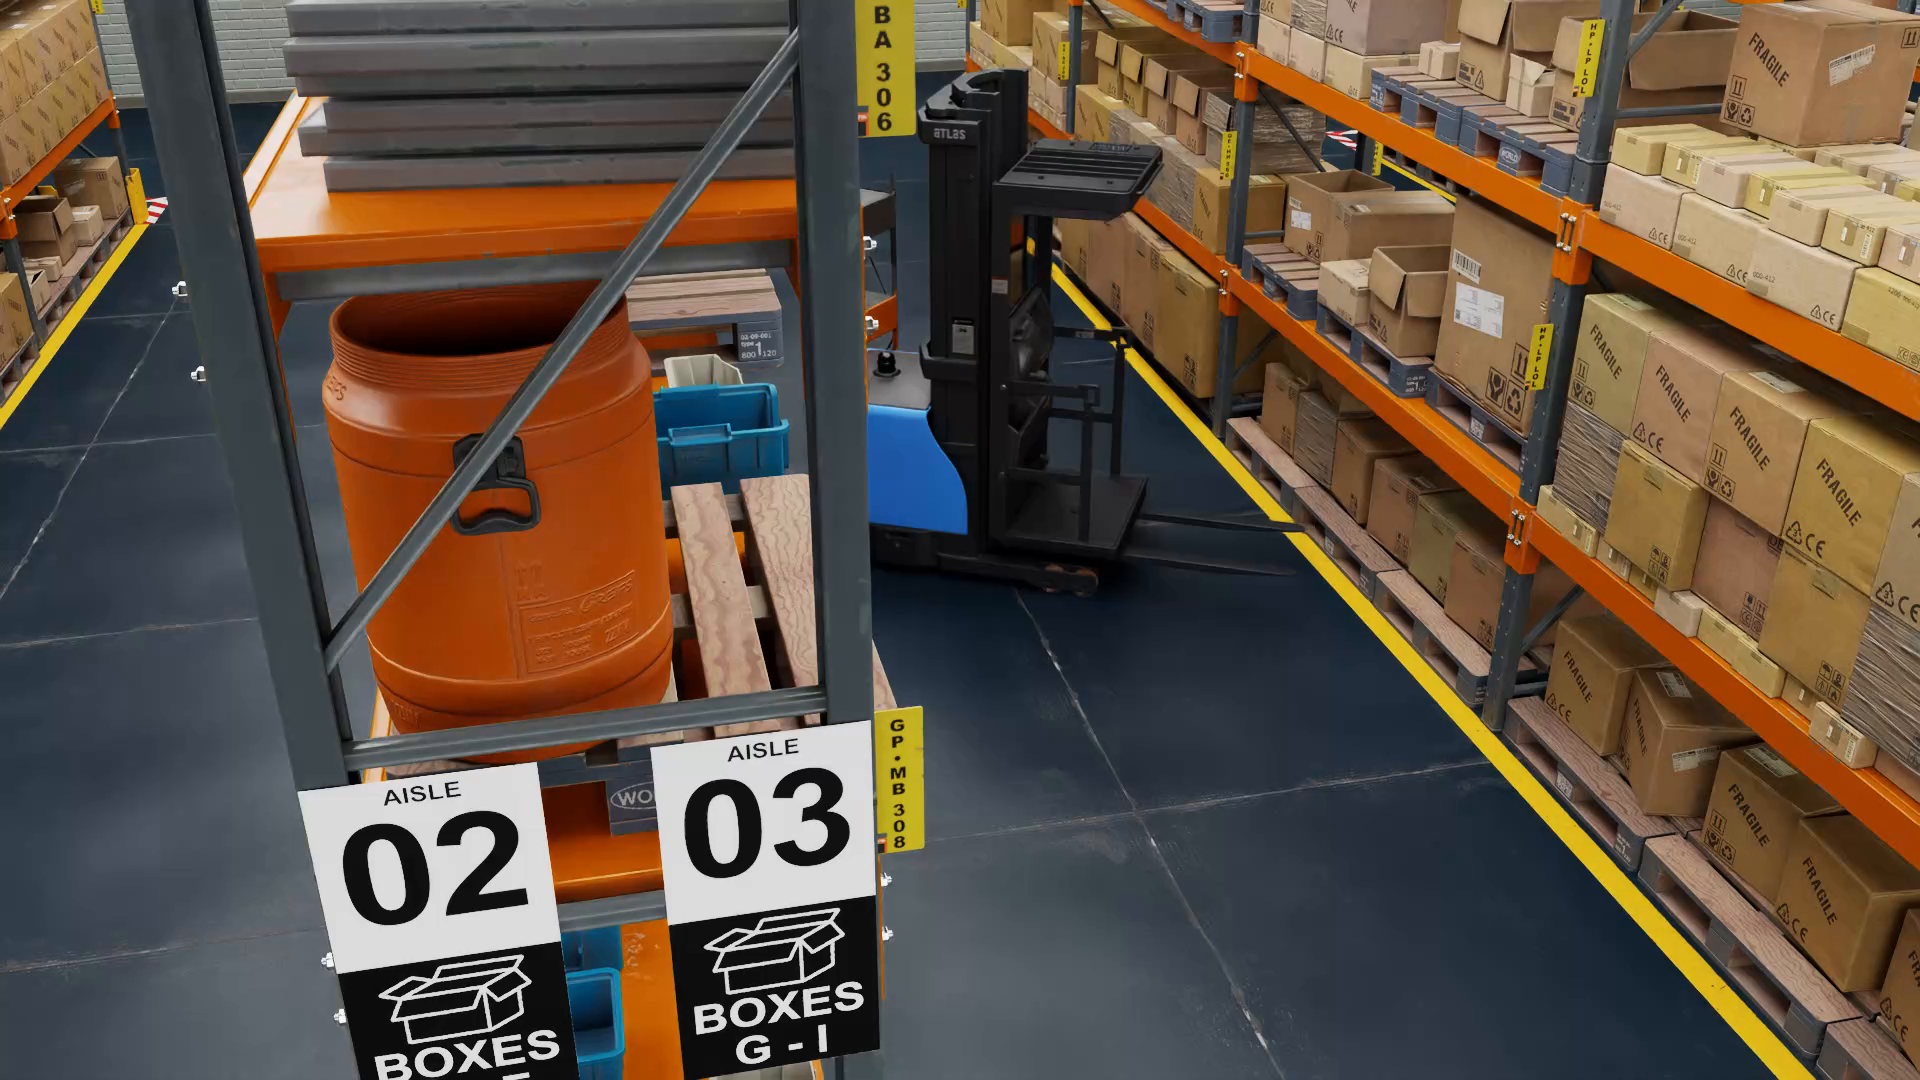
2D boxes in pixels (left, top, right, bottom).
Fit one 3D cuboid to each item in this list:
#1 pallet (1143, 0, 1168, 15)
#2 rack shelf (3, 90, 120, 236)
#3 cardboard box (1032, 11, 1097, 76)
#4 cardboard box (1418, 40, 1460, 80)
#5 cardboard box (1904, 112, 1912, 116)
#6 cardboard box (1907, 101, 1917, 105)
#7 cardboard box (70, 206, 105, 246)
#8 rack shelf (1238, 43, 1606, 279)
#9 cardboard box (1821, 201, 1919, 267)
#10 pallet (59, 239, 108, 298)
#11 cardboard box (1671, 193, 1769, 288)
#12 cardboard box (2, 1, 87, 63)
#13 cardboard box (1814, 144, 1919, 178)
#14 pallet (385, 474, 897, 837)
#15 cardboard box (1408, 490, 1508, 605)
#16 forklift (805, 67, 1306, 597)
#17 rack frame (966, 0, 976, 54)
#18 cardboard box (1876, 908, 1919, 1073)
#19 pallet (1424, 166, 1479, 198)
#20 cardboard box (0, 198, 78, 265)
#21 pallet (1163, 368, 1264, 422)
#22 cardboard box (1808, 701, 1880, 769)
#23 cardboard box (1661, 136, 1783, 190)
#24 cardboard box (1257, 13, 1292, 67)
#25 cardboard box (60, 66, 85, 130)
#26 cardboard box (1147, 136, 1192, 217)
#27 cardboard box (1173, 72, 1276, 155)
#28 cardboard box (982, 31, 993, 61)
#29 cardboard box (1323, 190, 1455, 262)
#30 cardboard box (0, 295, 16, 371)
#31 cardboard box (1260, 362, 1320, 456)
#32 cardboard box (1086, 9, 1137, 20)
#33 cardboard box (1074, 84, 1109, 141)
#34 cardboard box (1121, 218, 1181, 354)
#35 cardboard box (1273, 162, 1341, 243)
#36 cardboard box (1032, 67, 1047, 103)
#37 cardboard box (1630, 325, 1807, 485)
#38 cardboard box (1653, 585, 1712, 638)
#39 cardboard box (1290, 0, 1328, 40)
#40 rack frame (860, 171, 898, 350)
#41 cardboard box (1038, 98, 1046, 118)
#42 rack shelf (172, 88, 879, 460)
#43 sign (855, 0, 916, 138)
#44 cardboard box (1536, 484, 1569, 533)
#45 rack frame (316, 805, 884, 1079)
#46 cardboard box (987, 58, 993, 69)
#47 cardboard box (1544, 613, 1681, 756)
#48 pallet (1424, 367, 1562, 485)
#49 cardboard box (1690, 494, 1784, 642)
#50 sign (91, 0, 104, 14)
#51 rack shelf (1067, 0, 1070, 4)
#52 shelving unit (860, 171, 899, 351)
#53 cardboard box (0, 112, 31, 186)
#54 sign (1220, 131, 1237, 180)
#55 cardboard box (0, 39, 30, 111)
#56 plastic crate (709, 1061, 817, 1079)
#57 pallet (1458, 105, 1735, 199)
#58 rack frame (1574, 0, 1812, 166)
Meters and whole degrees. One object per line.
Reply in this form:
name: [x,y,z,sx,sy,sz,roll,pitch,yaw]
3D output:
pallet: [1.915,-4.180,12.583,1.003,0.211,1.213,-5,27,-9]
rack shelf: [-8.638,-3.466,15.086,1.077,0.370,4.000,-6,27,-12]
cardboard box: [0.992,-4.709,15.754,0.500,0.500,0.500,-6,27,-11]
cardboard box: [2.748,-2.636,9.108,0.380,0.166,0.250,-7,28,-13]
cardboard box: [7.244,-3.298,13.107,0.380,0.149,0.250,-7,28,-13]
cardboard box: [10.680,-5.039,19.781,0.875,0.438,0.875,-5,27,-10]
cardboard box: [-8.541,-3.000,15.928,0.500,0.250,0.500,-6,27,-12]
rack shelf: [2.818,-2.297,9.441,1.077,0.370,4.000,-6,27,-12]
cardboard box: [3.372,-1.108,6.012,0.380,0.149,0.250,-6,27,-13]
pallet: [-8.619,-2.502,15.473,1.003,0.211,1.213,-6,27,-12]
cardboard box: [3.244,-1.218,6.671,0.500,0.250,0.500,-6,27,-12]
cardboard box: [-8.605,-4.767,15.644,0.500,0.500,0.500,-5,27,-10]
cardboard box: [3.735,-1.510,6.808,0.380,0.149,0.250,-7,28,-14]
pallet: [-0.747,0.230,3.846,1.003,0.211,1.213,-6,27,-12]
cardboard box: [3.062,0.035,9.637,0.700,0.500,0.500,-6,27,-12]
forklift: [0.617,-1.230,9.934,3.031,2.935,1.130,7,28,14]
rack frame: [0.564,-5.669,18.653,1.000,3.000,0.127,-6,27,-12]
cardboard box: [3.877,1.749,6.265,0.500,0.500,0.500,1,27,2]
pallet: [5.856,-3.955,18.352,1.003,0.211,1.213,-6,27,-12]
cardboard box: [-8.615,-2.815,15.280,0.797,0.503,0.637,-6,27,-12]
pallet: [2.263,-1.266,13.024,1.003,0.211,1.213,-6,27,-12]
cardboard box: [3.464,0.715,6.283,0.380,0.149,0.250,-6,27,-12]
cardboard box: [3.168,-1.567,6.921,0.380,0.149,0.250,-7,28,-14]
cardboard box: [2.225,-3.197,10.593,0.500,0.250,0.500,-5,27,-11]
cardboard box: [-8.495,-4.093,15.420,0.500,0.500,0.500,-6,27,-11]
cardboard box: [1.787,-2.840,12.937,0.500,0.500,0.500,-7,28,-13]
cardboard box: [2.074,-3.258,12.653,0.797,0.503,0.637,-5,27,-10]
cardboard box: [0.533,-5.269,17.697,0.500,0.250,0.500,-6,27,-12]
cardboard box: [2.751,-1.921,10.650,0.700,0.500,0.500,-2,27,-4]
cardboard box: [-7.693,-1.584,12.845,0.500,0.500,0.500,-6,27,-11]
cardboard box: [2.537,-0.945,11.580,0.700,0.500,0.500,-7,28,-14]
cardboard box: [1.503,-4.767,15.869,0.500,0.500,0.500,-6,27,-12]
cardboard box: [1.326,-3.730,14.701,0.500,0.500,0.500,-6,27,-11]
cardboard box: [2.038,-2.093,13.460,1.225,0.875,0.875,-6,27,-11]
cardboard box: [2.522,-2.443,12.150,0.500,0.500,0.500,-5,27,-10]
cardboard box: [0.991,-4.373,15.921,0.500,0.250,0.500,-5,27,-10]
cardboard box: [3.236,-0.582,7.024,0.500,0.500,0.500,-6,27,-12]
cardboard box: [3.233,0.277,7.152,0.380,0.149,0.250,-6,27,-12]
cardboard box: [2.333,-3.308,9.981,0.500,0.500,0.500,-6,27,-11]
rack frame: [-0.597,-1.506,11.404,0.400,2.100,0.015,15,30,27]
cardboard box: [0.962,-4.127,15.877,0.380,0.149,0.250,-6,27,-12]
rack shelf: [-1.106,-1.199,4.380,1.077,0.370,4.000,-6,27,-12]
sign: [-0.119,-0.781,2.542,0.100,0.325,0.005,-6,27,-12]
cardboard box: [3.024,-0.164,8.025,0.380,0.149,0.250,-6,27,-12]
rack frame: [-0.656,1.858,3.740,1.000,3.000,0.127,-6,27,-12]
cardboard box: [0.500,-5.028,17.662,0.380,0.149,0.250,-6,27,-12]
cardboard box: [3.320,0.707,8.328,0.500,0.500,0.500,-7,28,-13]
pallet: [3.238,-0.666,8.953,1.003,0.211,1.213,-6,27,-12]
cardboard box: [3.599,0.058,6.866,0.875,0.500,0.500,-6,27,-12]
sign: [-8.543,-5.370,16.425,0.100,0.325,0.005,-6,27,-12]
rack shelf: [1.015,-5.809,16.399,1.077,0.370,4.000,-6,27,-12]
shelving unit: [-0.723,-1.412,11.217,0.431,2.100,0.503,15,30,27]
cardboard box: [-8.036,-3.205,13.660,0.500,0.500,0.500,-5,27,-10]
sign: [1.827,-2.616,11.319,0.100,0.325,0.005,-6,27,-12]
cardboard box: [-8.136,-3.862,13.851,0.500,0.500,0.500,-7,28,-13]
plastic crate: [-0.544,1.550,4.643,0.298,0.136,0.250,-6,27,-12]
pallet: [3.233,-1.938,8.140,1.213,0.211,1.003,-6,27,-12]
rack frame: [3.268,-3.079,6.864,1.000,3.000,0.127,-6,27,-12]
